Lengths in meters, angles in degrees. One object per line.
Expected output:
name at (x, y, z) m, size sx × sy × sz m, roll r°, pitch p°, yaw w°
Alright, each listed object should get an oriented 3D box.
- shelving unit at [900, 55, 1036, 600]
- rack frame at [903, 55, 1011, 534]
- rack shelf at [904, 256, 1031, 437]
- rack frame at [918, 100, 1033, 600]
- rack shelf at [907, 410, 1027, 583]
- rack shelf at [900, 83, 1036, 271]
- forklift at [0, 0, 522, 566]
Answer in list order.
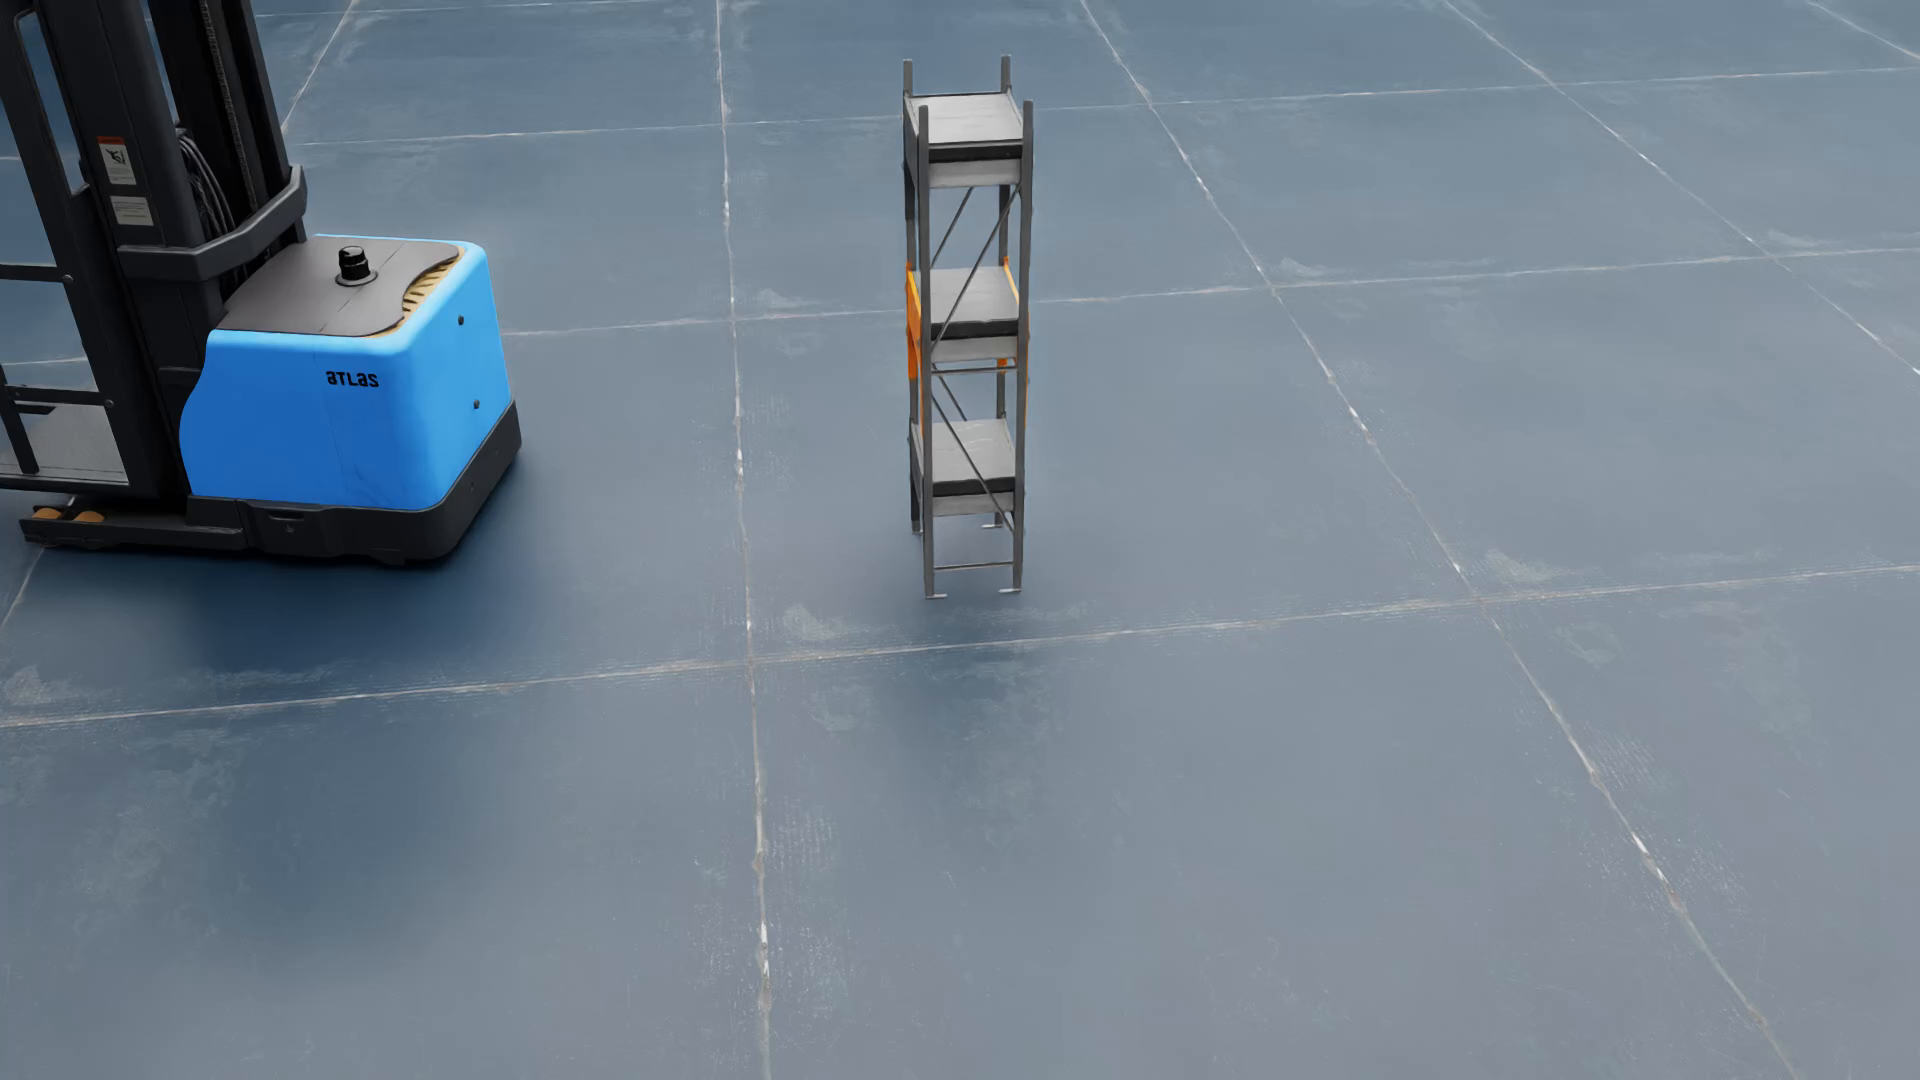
shelving unit at (0.022, -0.775, 6.523) m, size 0.431 × 2.100 × 0.503 m, roll -4°, pitch 35°, yaw -6°
rack frame at (-0.011, -0.911, 6.723) m, size 0.400 × 2.100 × 0.015 m, roll -4°, pitch 35°, yaw -6°
rack shelf at (0.022, -0.764, 6.531) m, size 0.431 × 0.518 × 0.480 m, roll -4°, pitch 35°, yaw -6°
rack frame at (0.055, -0.639, 6.323) m, size 0.400 × 2.100 × 0.015 m, roll -4°, pitch 35°, yaw -6°
rack shelf at (0.022, -0.186, 6.925) m, size 0.431 × 0.518 × 0.480 m, roll -4°, pitch 35°, yaw -6°
rack shelf at (0.022, -1.342, 6.137) m, size 0.431 × 0.518 × 0.480 m, roll -4°, pitch 35°, yaw -6°
forklift at (-3.604, -1.459, 6.788) m, size 3.031 × 2.935 × 1.130 m, roll 4°, pitch 34°, yaw 6°
